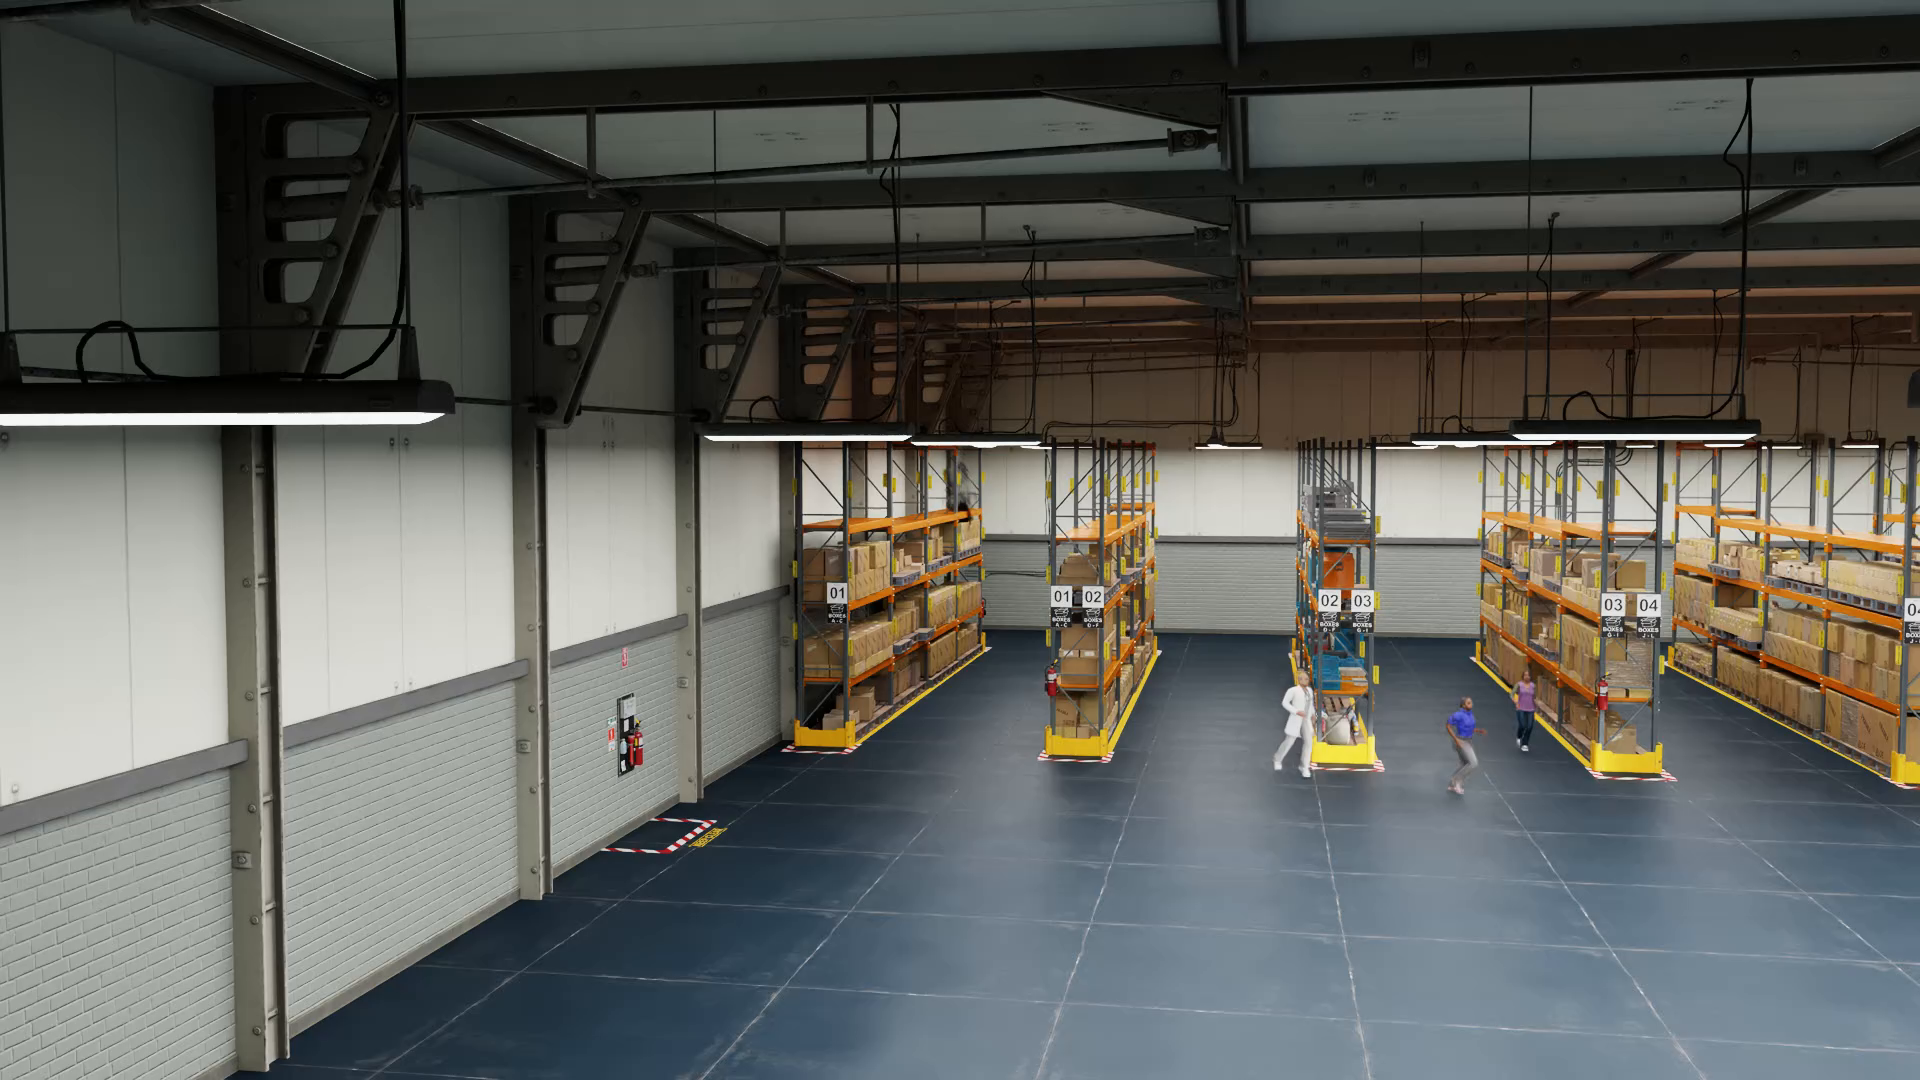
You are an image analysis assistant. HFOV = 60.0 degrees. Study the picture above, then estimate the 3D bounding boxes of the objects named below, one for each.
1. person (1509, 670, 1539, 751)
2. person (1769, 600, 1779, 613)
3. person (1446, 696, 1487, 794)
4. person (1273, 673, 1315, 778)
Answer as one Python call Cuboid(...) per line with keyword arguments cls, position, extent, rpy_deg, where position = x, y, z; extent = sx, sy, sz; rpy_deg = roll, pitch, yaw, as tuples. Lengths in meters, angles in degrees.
Cuboid(cls="person", position=(10.792, 3.260, 31.700), extent=(0.531, 1.556, 0.503), rpy_deg=(0, 3, 5))
Cuboid(cls="person", position=(22.190, 2.479, 45.500), extent=(0.670, 1.660, 0.541), rpy_deg=(0, 3, 7))
Cuboid(cls="person", position=(8.488, 3.431, 27.828), extent=(0.616, 1.630, 0.555), rpy_deg=(3, 4, 42))
Cuboid(cls="person", position=(6.079, 3.273, 29.652), extent=(0.763, 1.797, 0.943), rpy_deg=(-1, 3, -23))
